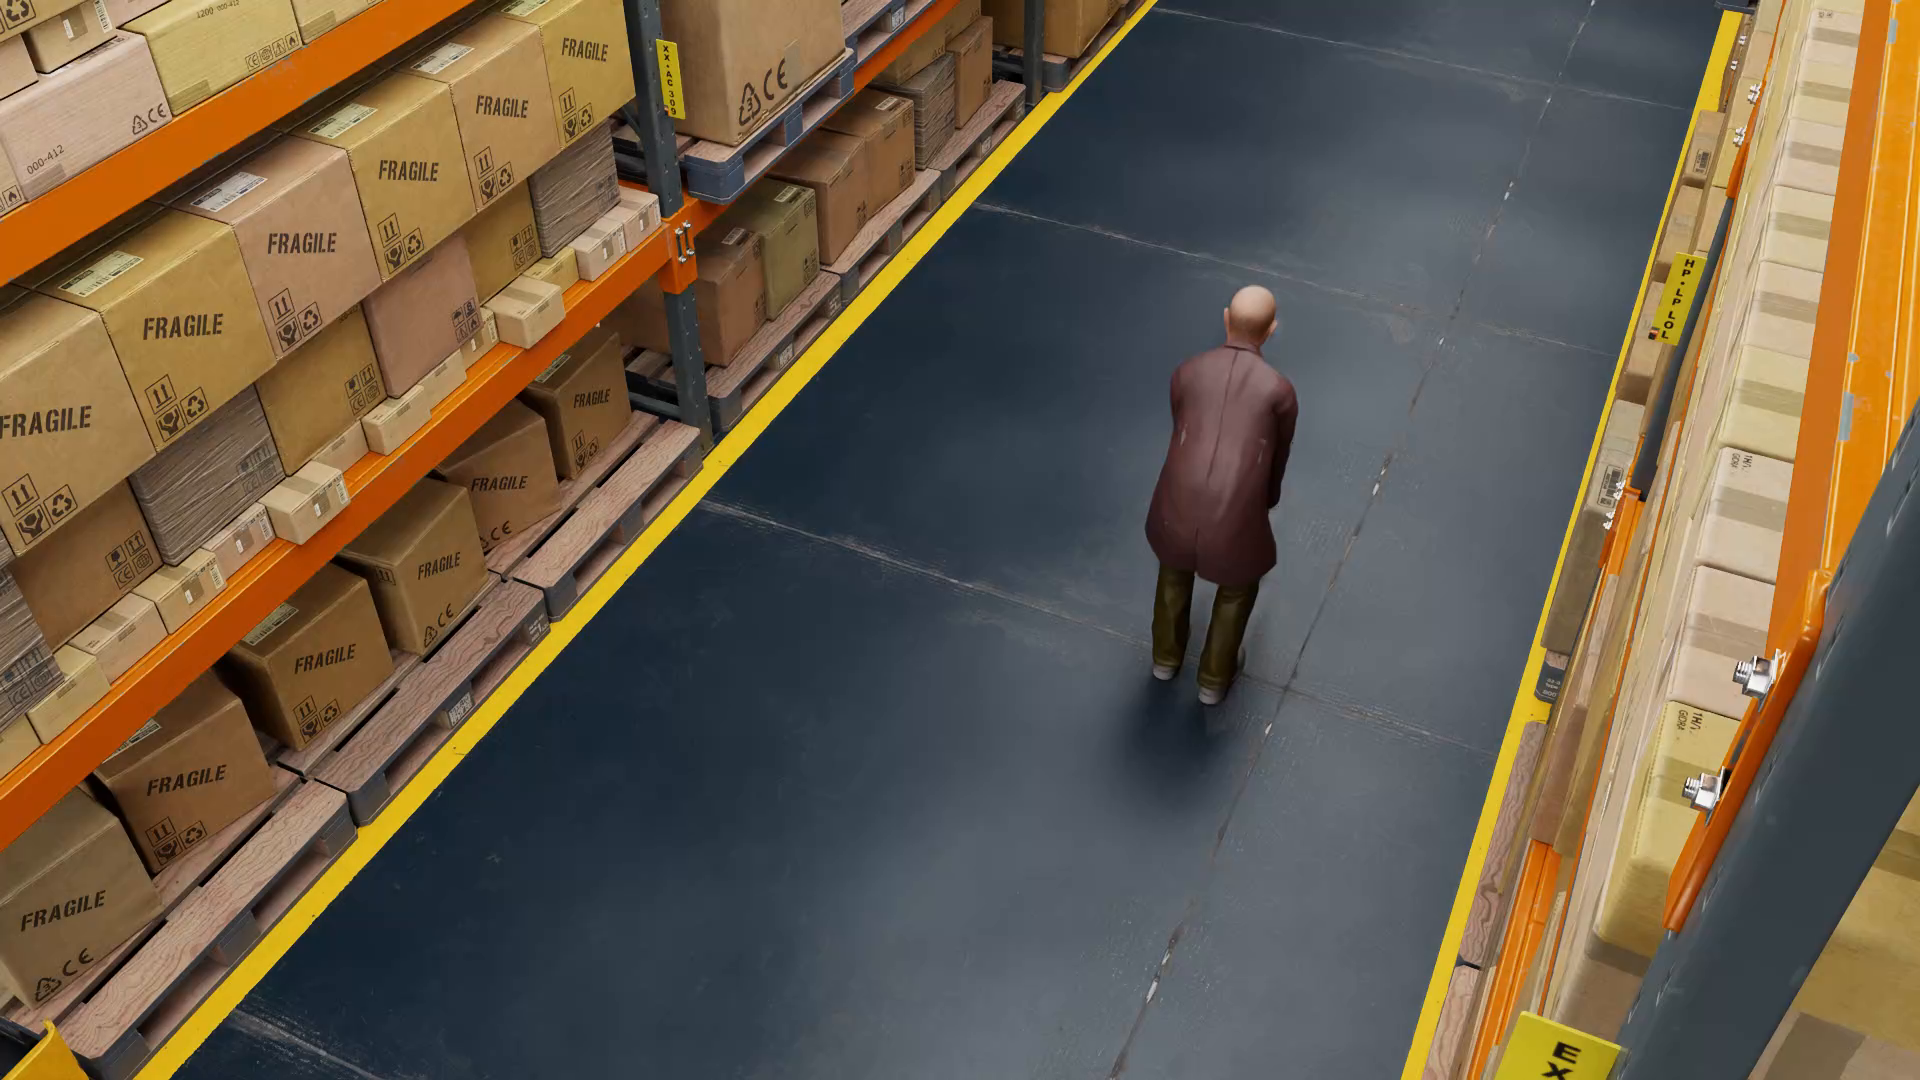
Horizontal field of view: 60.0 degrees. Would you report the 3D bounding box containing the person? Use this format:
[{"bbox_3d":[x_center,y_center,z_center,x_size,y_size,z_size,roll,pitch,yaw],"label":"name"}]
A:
[{"bbox_3d":[1.007,-0.149,6.420,0.533,1.678,0.629,16,44,18],"label":"person"}]
